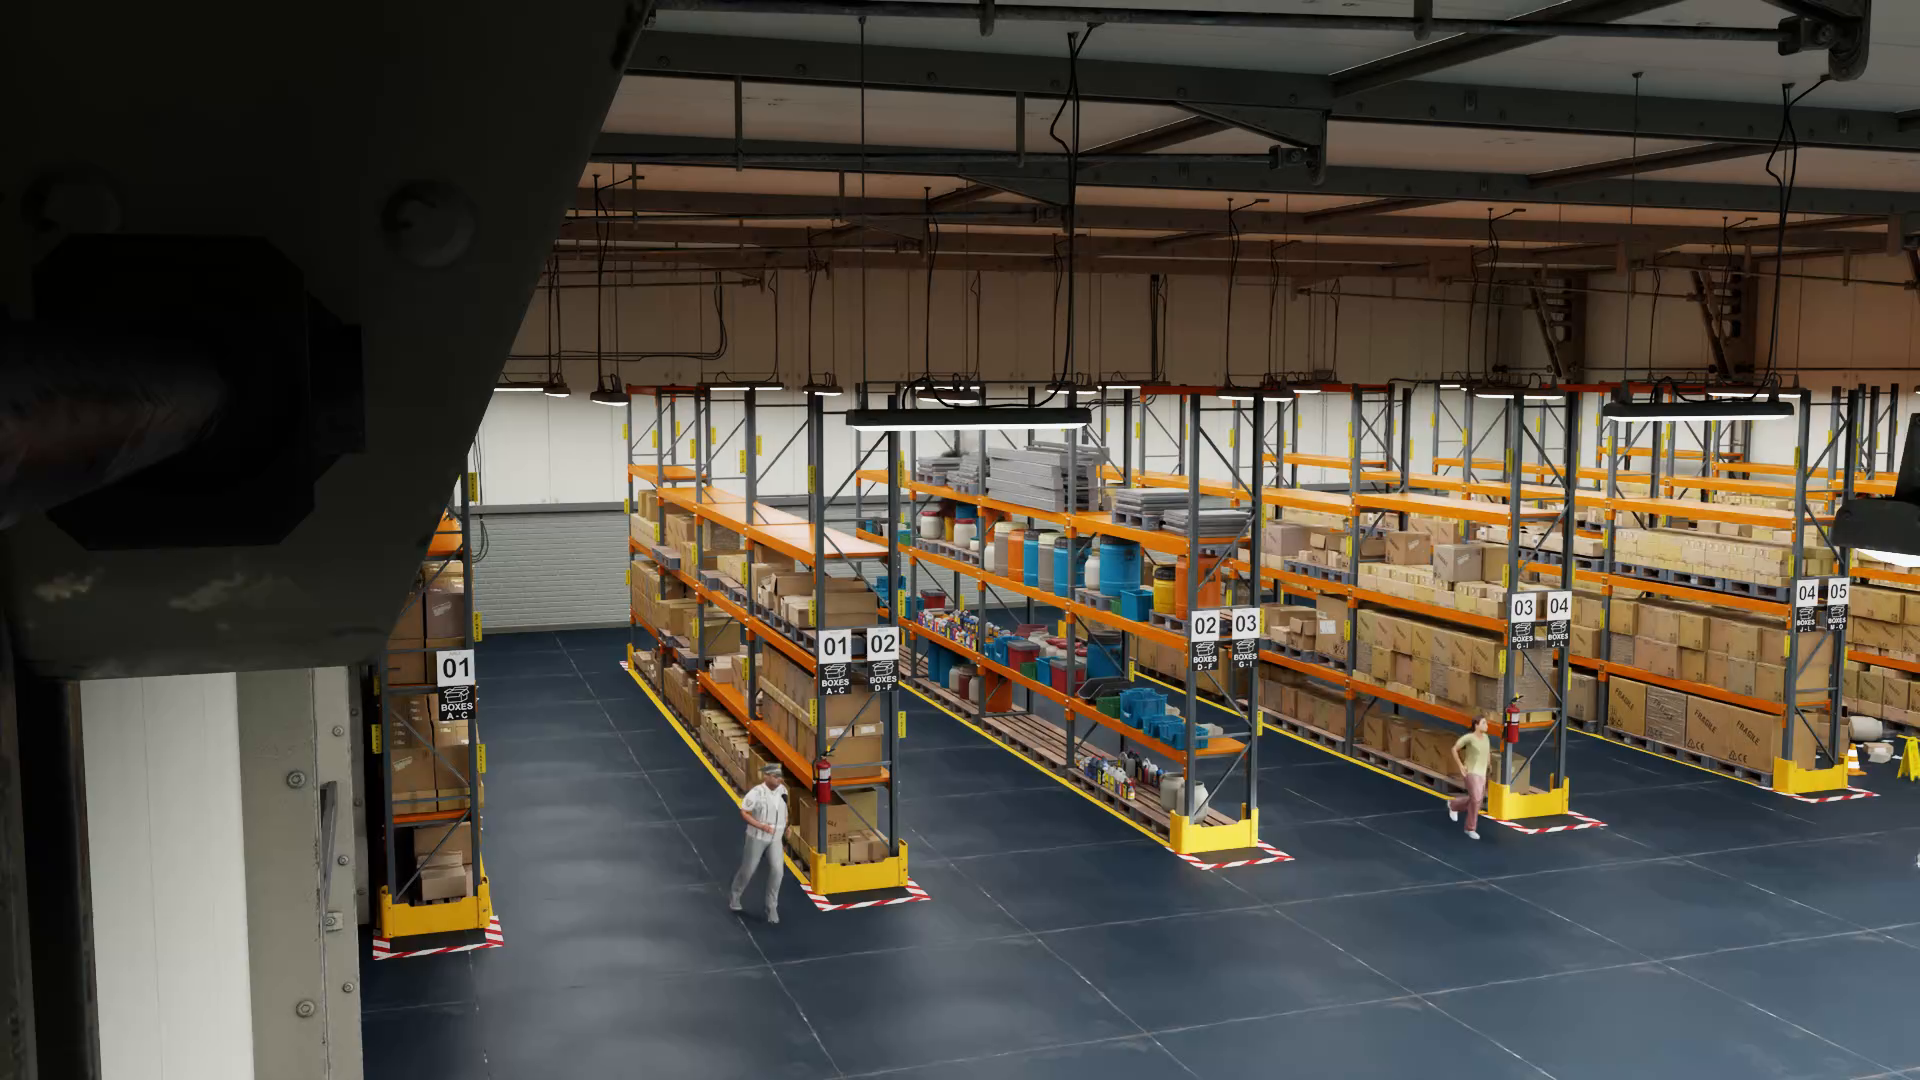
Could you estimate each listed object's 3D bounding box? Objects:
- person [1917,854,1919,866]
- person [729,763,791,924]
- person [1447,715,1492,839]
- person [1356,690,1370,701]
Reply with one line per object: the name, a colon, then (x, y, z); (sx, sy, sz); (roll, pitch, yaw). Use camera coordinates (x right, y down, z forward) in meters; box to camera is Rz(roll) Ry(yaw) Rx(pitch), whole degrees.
person: (12.403, 3.408, 20.820); (0.690, 1.609, 0.546); (2, 6, 22)
person: (-2.241, 3.475, 19.303); (0.750, 1.814, 0.800); (-4, 7, -36)
person: (7.006, 3.192, 22.754); (0.619, 1.642, 0.736); (-3, 7, -27)
person: (7.540, 2.281, 30.860); (0.688, 1.839, 0.836); (-3, 6, -25)
